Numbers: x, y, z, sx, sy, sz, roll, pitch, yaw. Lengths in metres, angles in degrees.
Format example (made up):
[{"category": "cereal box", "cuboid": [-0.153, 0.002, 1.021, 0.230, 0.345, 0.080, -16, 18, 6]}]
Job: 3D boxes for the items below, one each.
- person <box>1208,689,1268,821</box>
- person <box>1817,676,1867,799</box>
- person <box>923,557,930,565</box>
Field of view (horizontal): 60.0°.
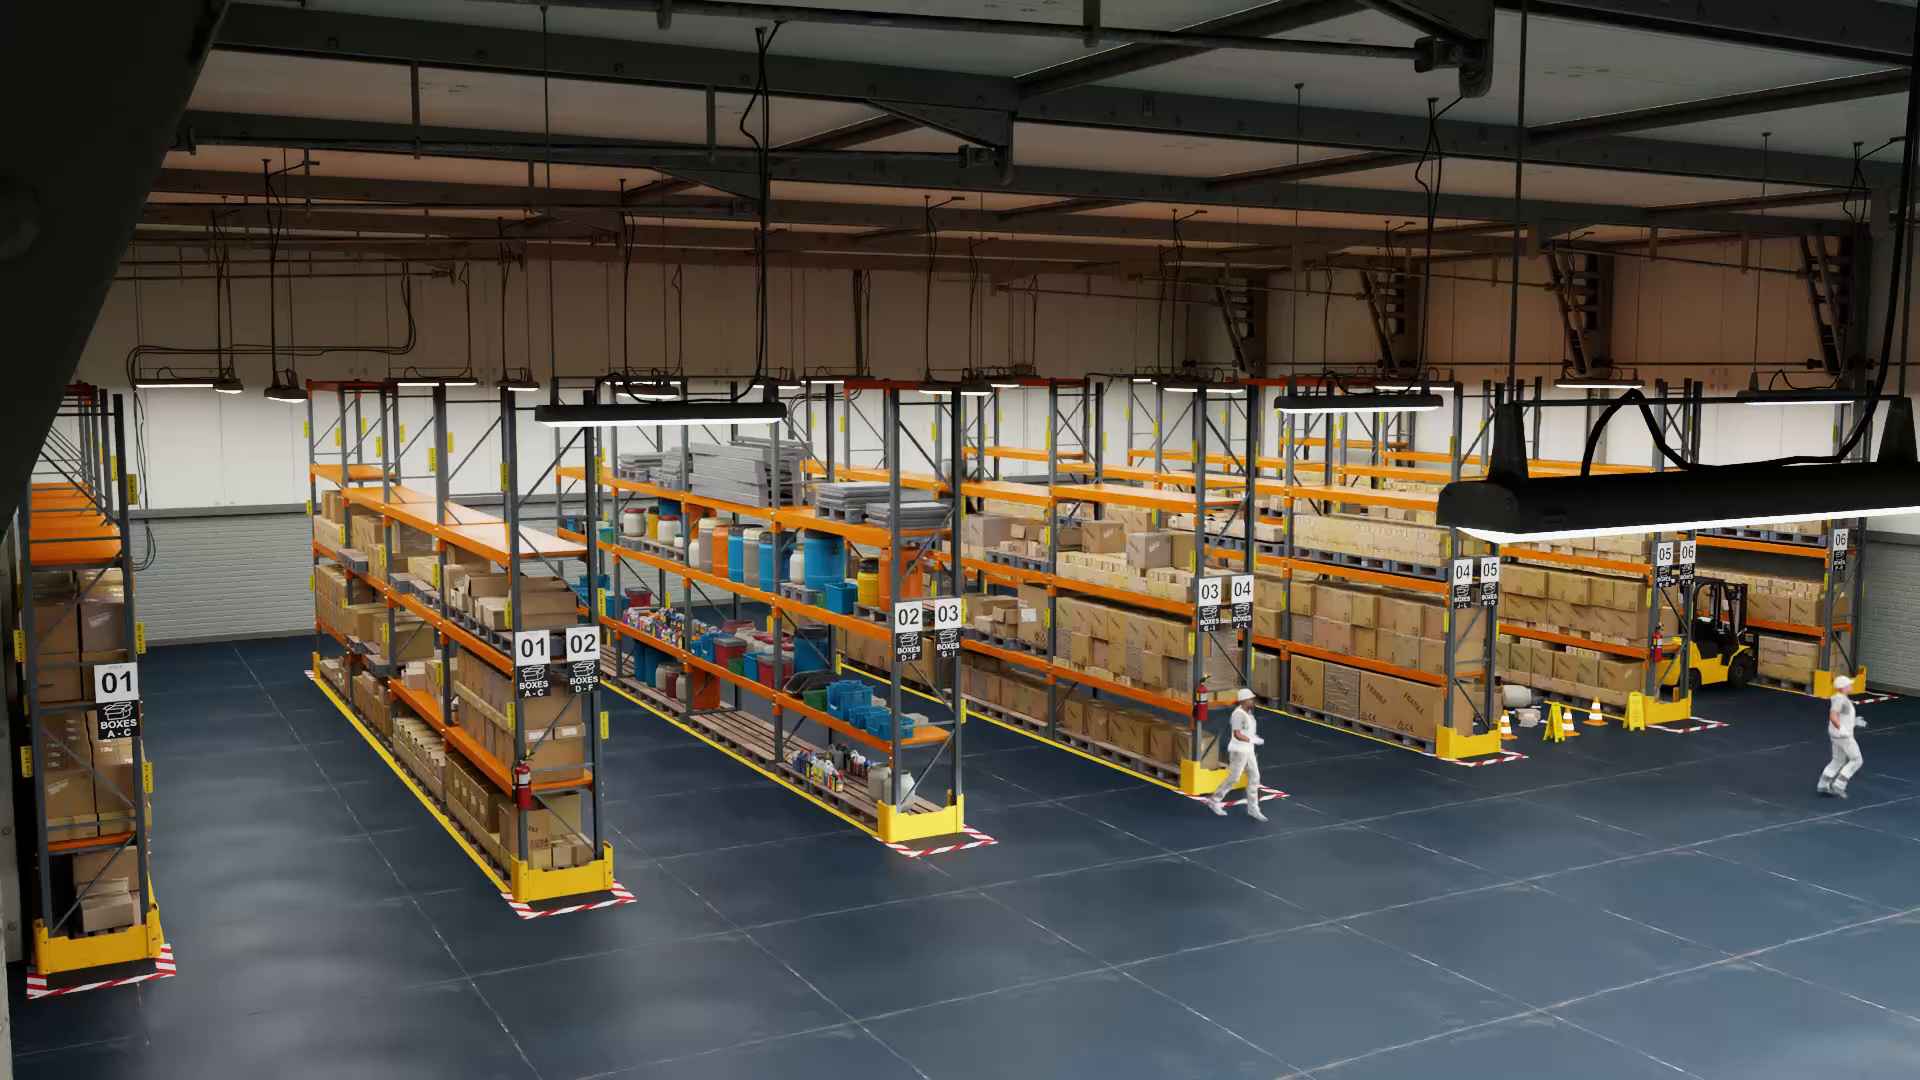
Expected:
[{"category": "person", "cuboid": [3.923, 2.982, 23.224, 0.814, 1.833, 0.725, 3, 7, 23]}, {"category": "person", "cuboid": [12.886, 2.889, 24.243, 0.624, 1.821, 0.638, 2, 6, 15]}, {"category": "person", "cuboid": [-0.890, 1.243, 39.652, 0.611, 1.828, 0.790, 0, 6, -4]}]
